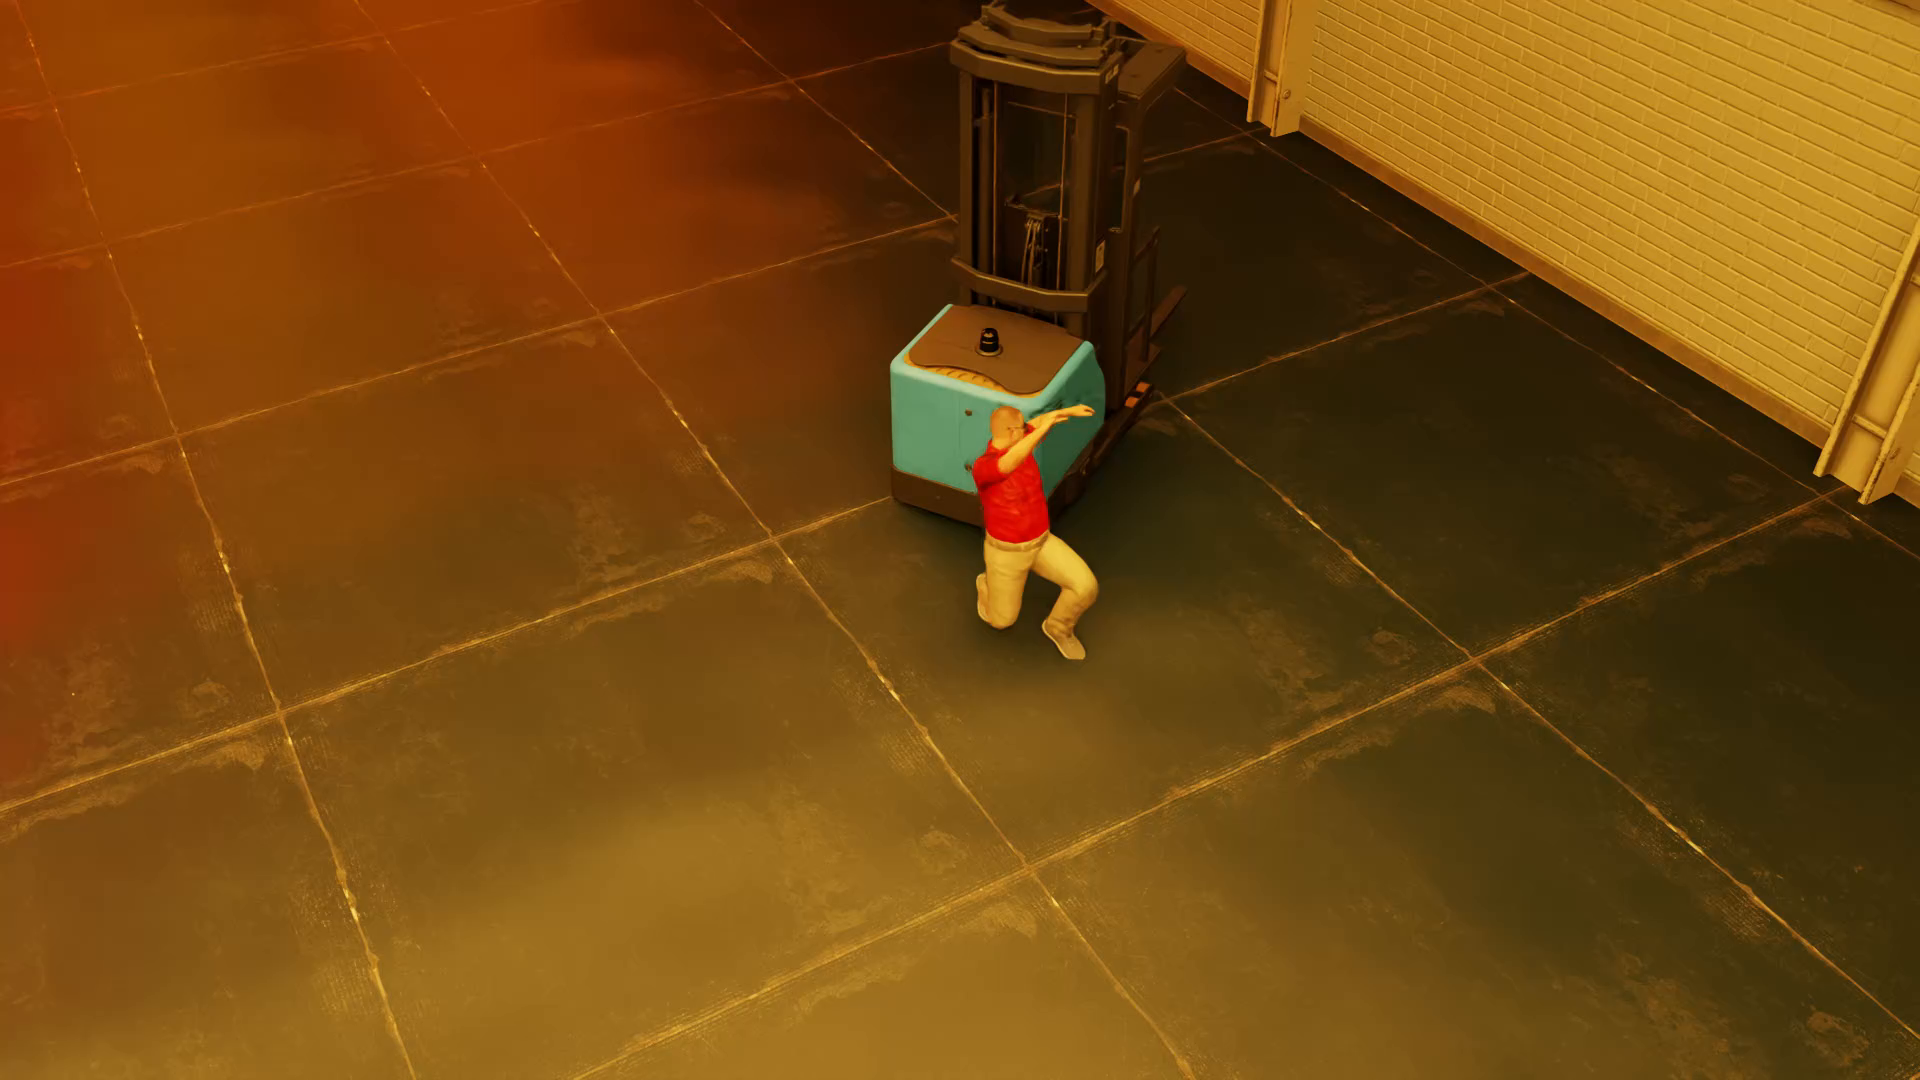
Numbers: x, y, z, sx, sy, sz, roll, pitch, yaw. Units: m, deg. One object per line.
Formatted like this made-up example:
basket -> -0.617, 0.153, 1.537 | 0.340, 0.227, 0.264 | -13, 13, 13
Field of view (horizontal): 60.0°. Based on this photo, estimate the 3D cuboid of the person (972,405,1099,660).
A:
person -> 0.585, -0.127, 9.350 | 1.078, 1.535, 0.880 | -28, 47, -30

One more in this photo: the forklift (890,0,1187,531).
forklift -> 0.684, -2.056, 10.515 | 1.130, 2.935, 3.031 | 18, 43, 20
